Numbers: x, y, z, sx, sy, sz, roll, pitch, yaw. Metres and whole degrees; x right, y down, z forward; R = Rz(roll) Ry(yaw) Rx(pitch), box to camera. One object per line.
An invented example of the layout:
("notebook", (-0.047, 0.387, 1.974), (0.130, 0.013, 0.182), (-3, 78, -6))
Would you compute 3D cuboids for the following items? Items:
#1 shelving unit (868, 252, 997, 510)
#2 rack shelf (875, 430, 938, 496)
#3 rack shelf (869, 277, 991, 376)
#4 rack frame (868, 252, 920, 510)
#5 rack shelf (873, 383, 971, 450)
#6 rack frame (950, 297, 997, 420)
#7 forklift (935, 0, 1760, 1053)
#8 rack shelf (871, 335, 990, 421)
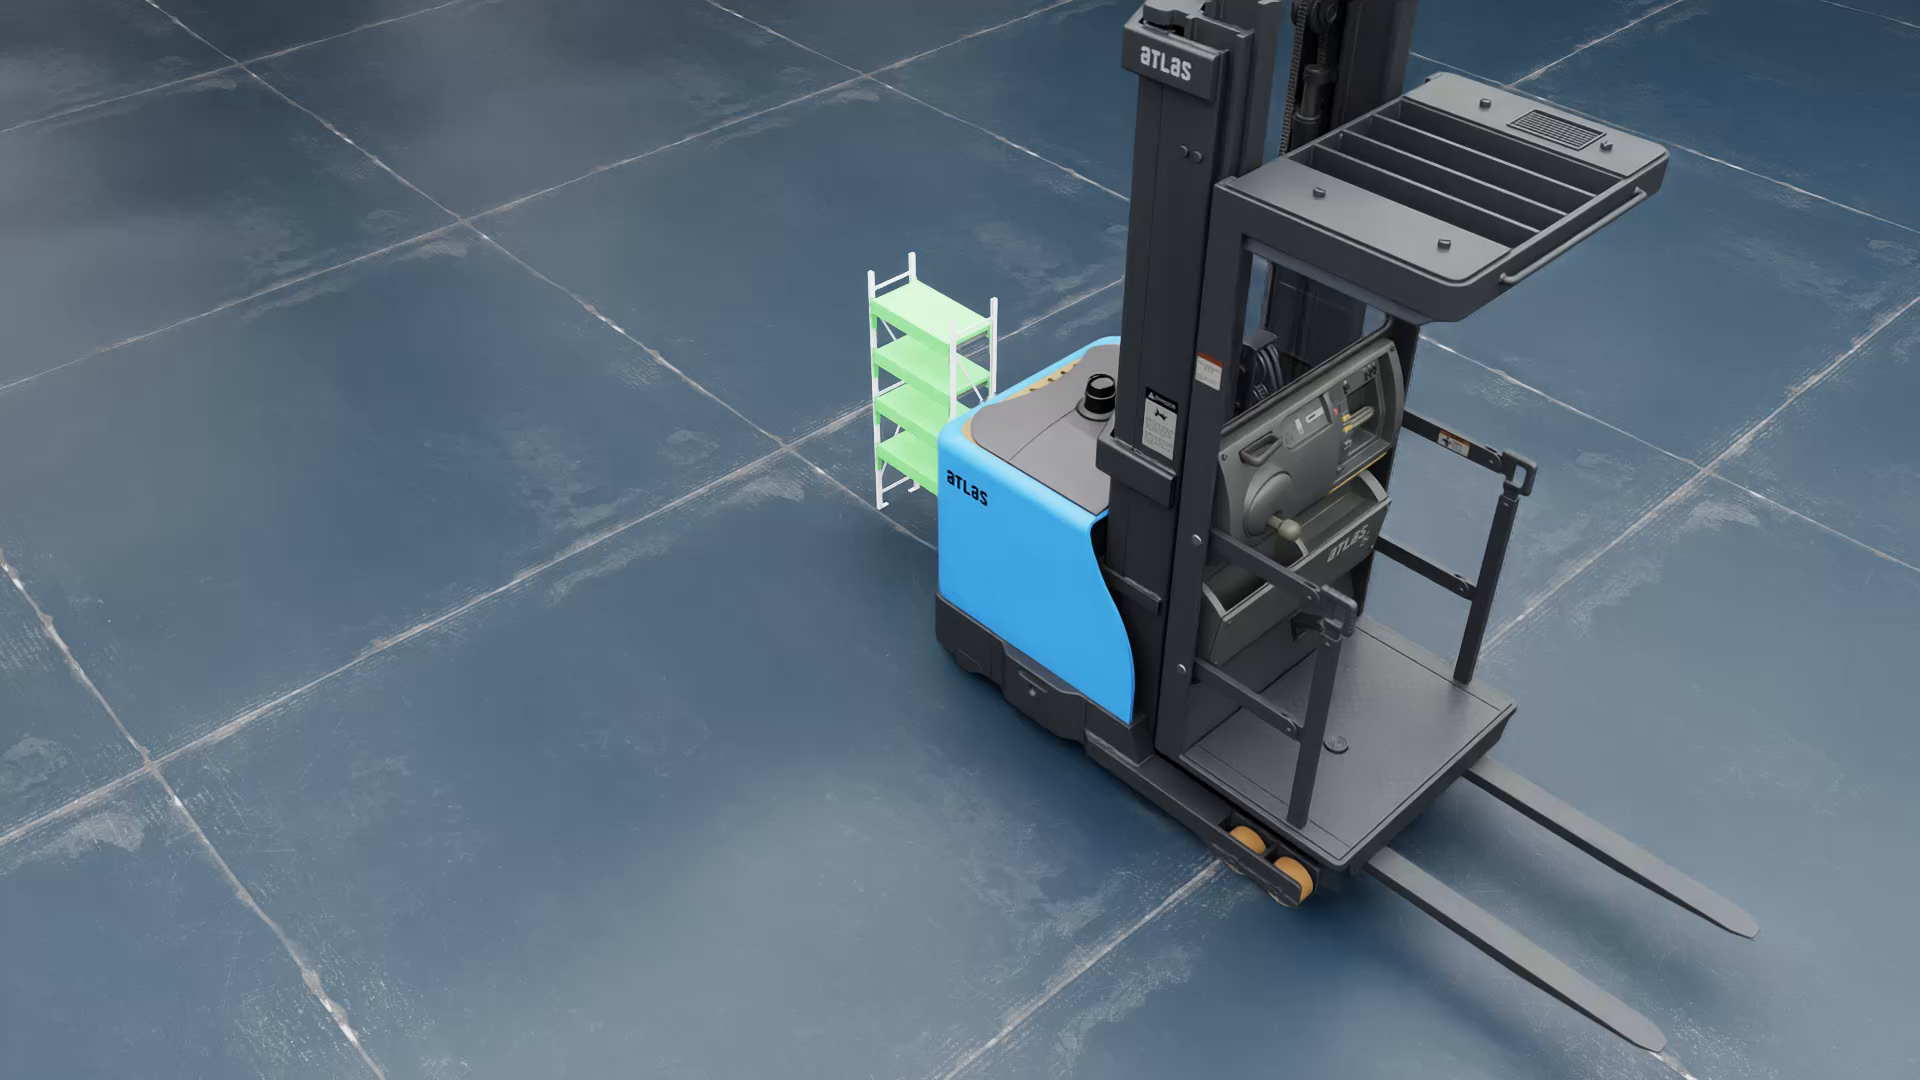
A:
("shelving unit", (-0.112, -0.543, 6.968), (0.258, 1.200, 0.503), (-30, 48, -32))
("rack shelf", (-0.112, -0.307, 7.159), (0.258, 0.148, 0.480), (-30, 48, -32))
("rack shelf", (-0.112, -0.867, 6.706), (0.258, 0.148, 0.480), (-30, 48, -32))
("rack frame", (-0.277, -0.656, 7.108), (0.240, 1.200, 0.015), (-30, 48, -32))
("rack shelf", (-0.112, -0.494, 7.008), (0.258, 0.148, 0.480), (-30, 48, -32))
("rack frame", (0.053, -0.430, 6.828), (0.240, 1.200, 0.015), (-30, 48, -32))
("forklift", (1.286, -0.257, 5.235), (1.130, 2.935, 3.031), (-31, 48, -33))
("rack shelf", (-0.112, -0.680, 6.857), (0.258, 0.148, 0.480), (-30, 48, -32))
